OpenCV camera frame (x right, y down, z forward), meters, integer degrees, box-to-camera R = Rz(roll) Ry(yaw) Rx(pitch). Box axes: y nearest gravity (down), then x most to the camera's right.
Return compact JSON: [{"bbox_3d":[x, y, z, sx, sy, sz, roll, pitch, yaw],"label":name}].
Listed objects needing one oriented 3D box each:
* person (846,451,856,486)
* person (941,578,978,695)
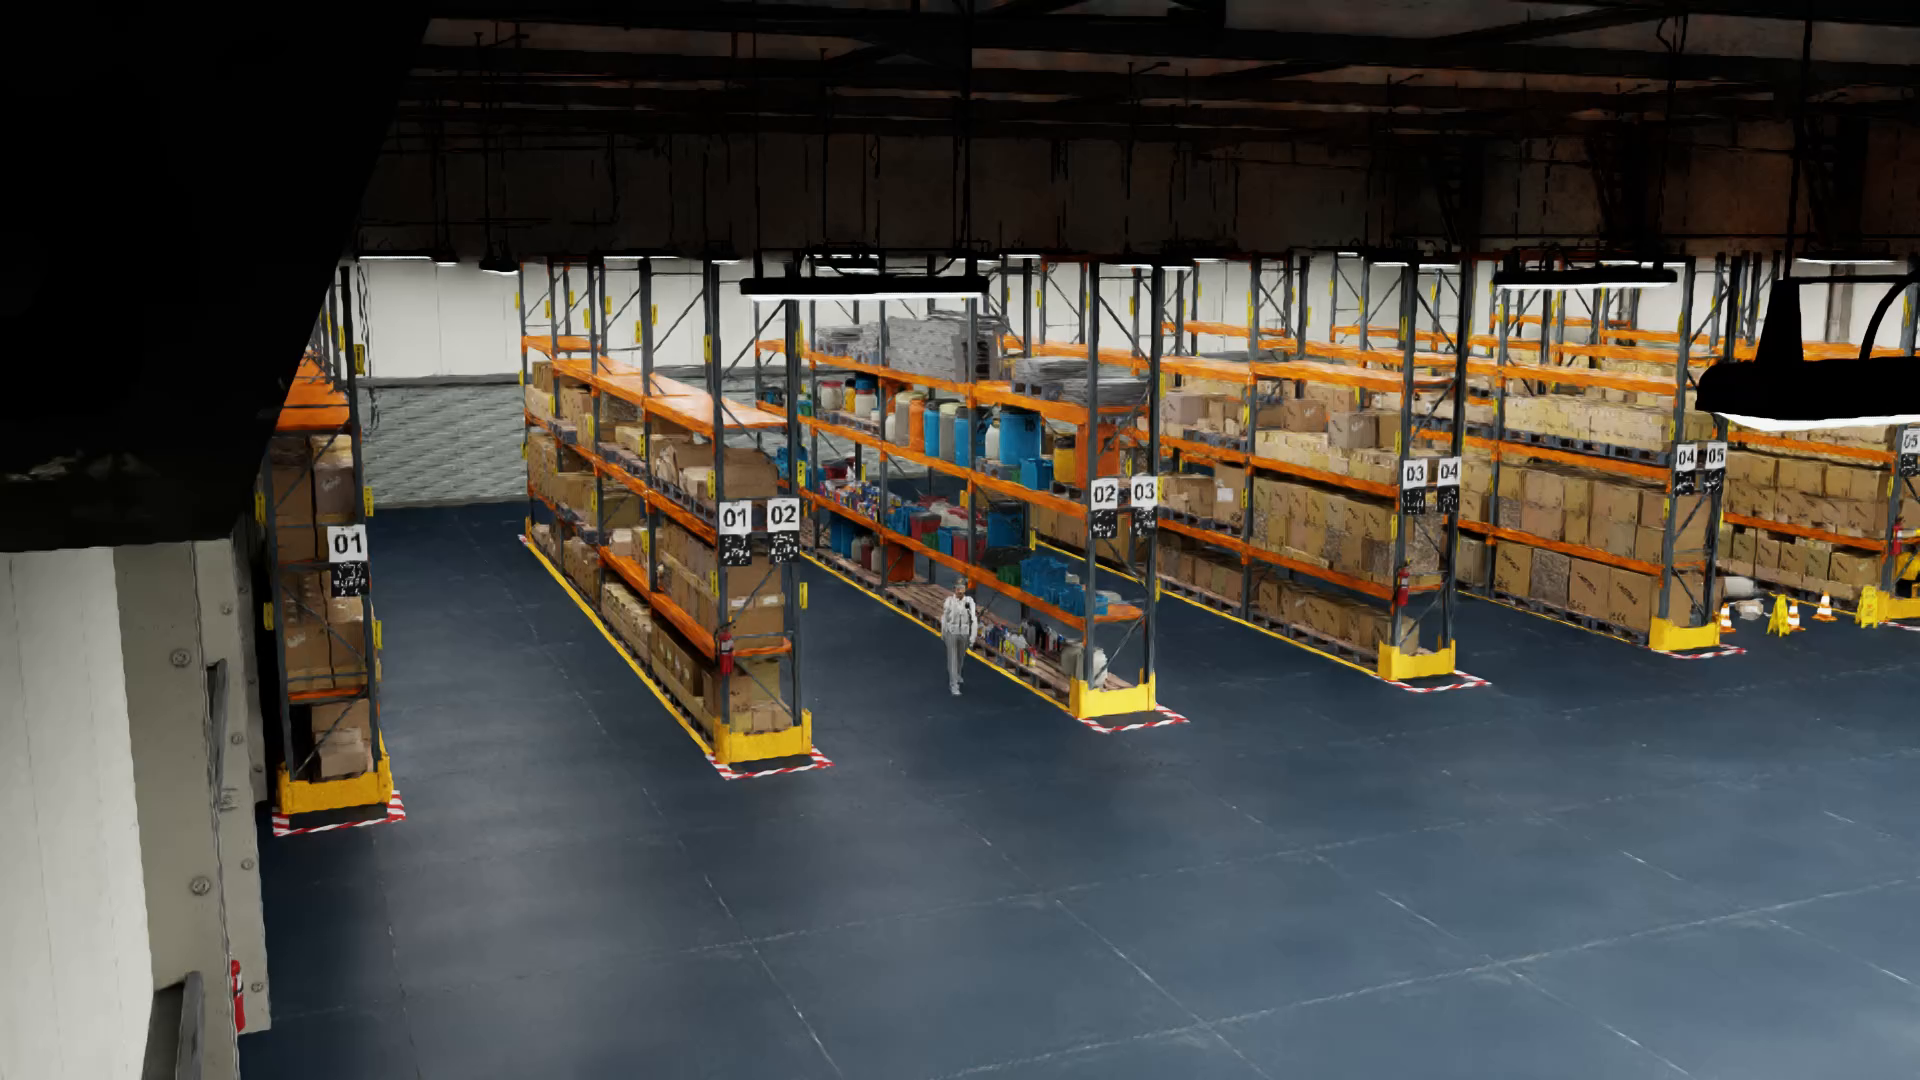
[{"bbox_3d":[-2.447,-1.084,36.119,0.696,1.750,0.694,-6,12,-29],"label":"person"},{"bbox_3d":[-0.028,1.306,23.300,0.427,1.621,0.997,-2,11,-13],"label":"person"}]
